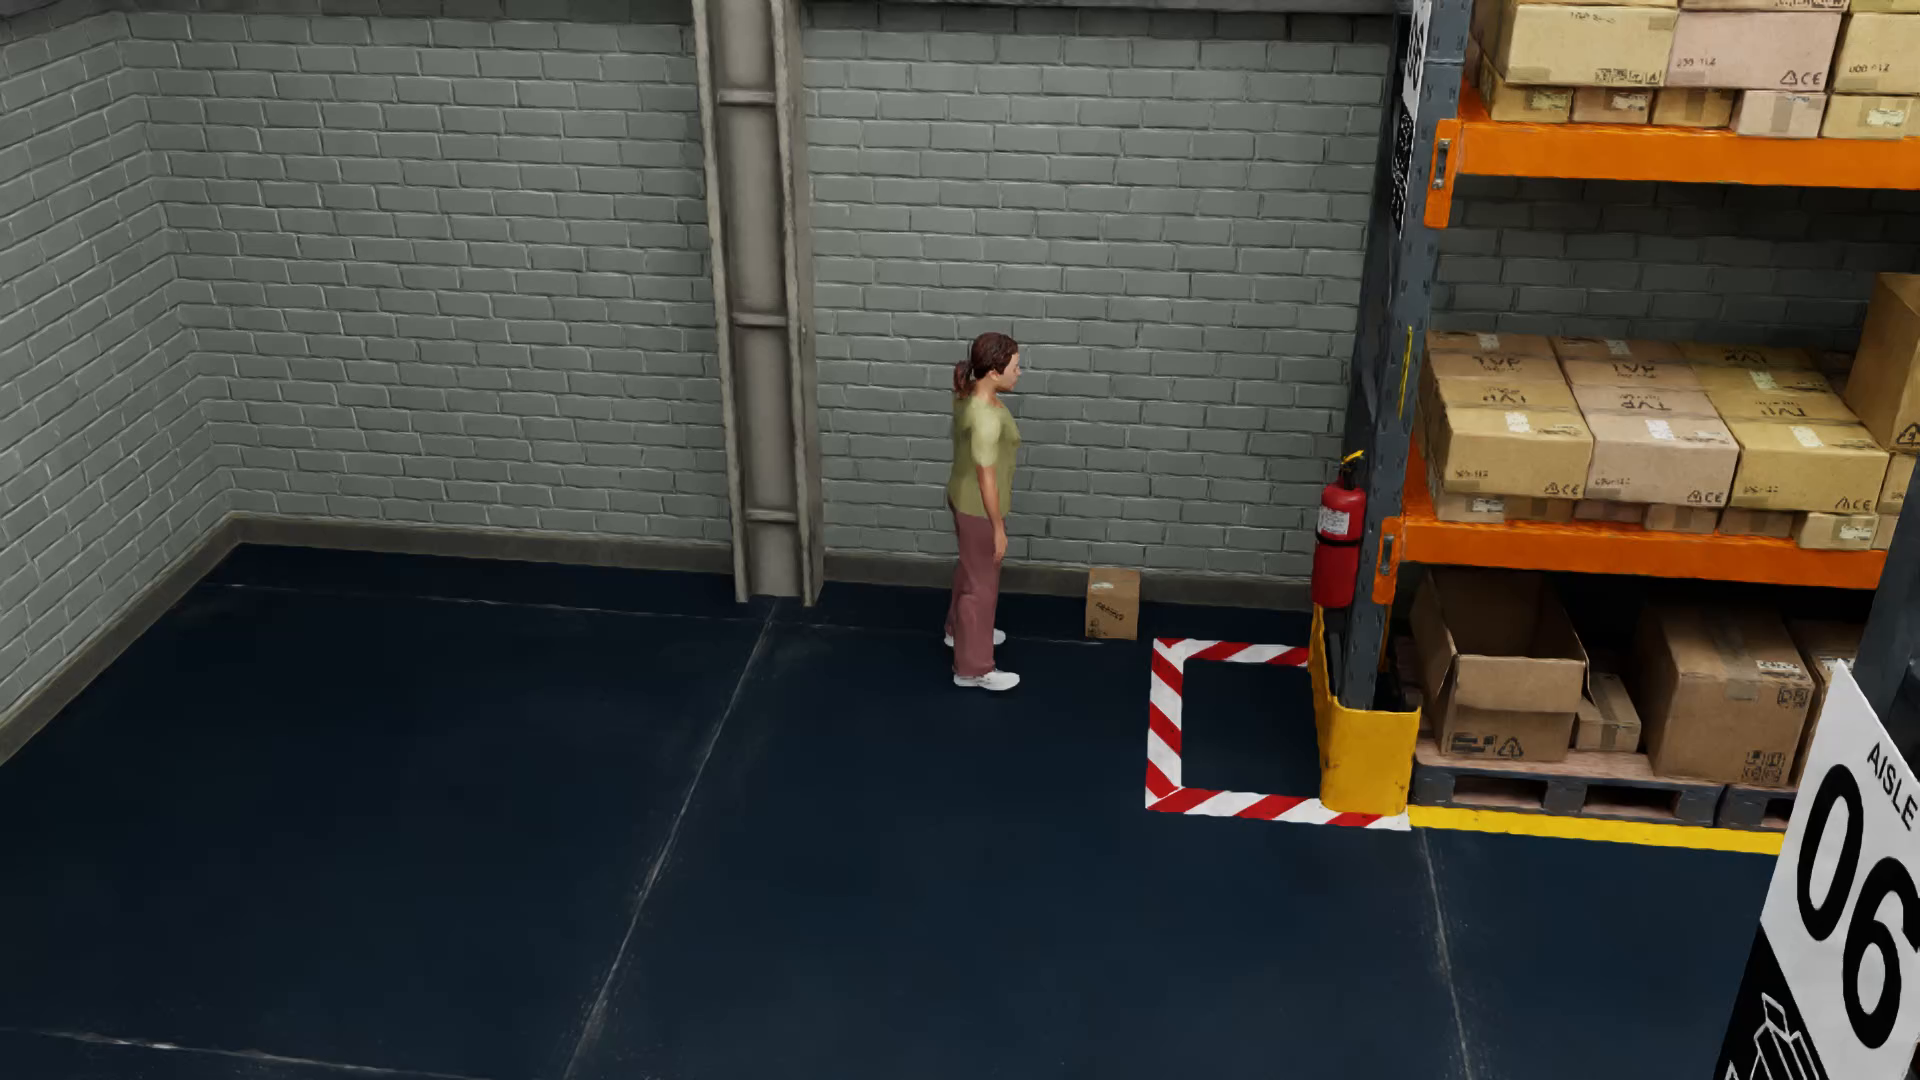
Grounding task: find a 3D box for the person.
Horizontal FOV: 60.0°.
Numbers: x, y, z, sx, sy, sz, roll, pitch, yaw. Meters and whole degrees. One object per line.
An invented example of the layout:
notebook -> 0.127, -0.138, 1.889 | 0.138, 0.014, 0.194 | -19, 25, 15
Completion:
person -> 0.106, -0.144, 7.331 | 0.346, 1.682, 0.552 | -7, 29, -13
